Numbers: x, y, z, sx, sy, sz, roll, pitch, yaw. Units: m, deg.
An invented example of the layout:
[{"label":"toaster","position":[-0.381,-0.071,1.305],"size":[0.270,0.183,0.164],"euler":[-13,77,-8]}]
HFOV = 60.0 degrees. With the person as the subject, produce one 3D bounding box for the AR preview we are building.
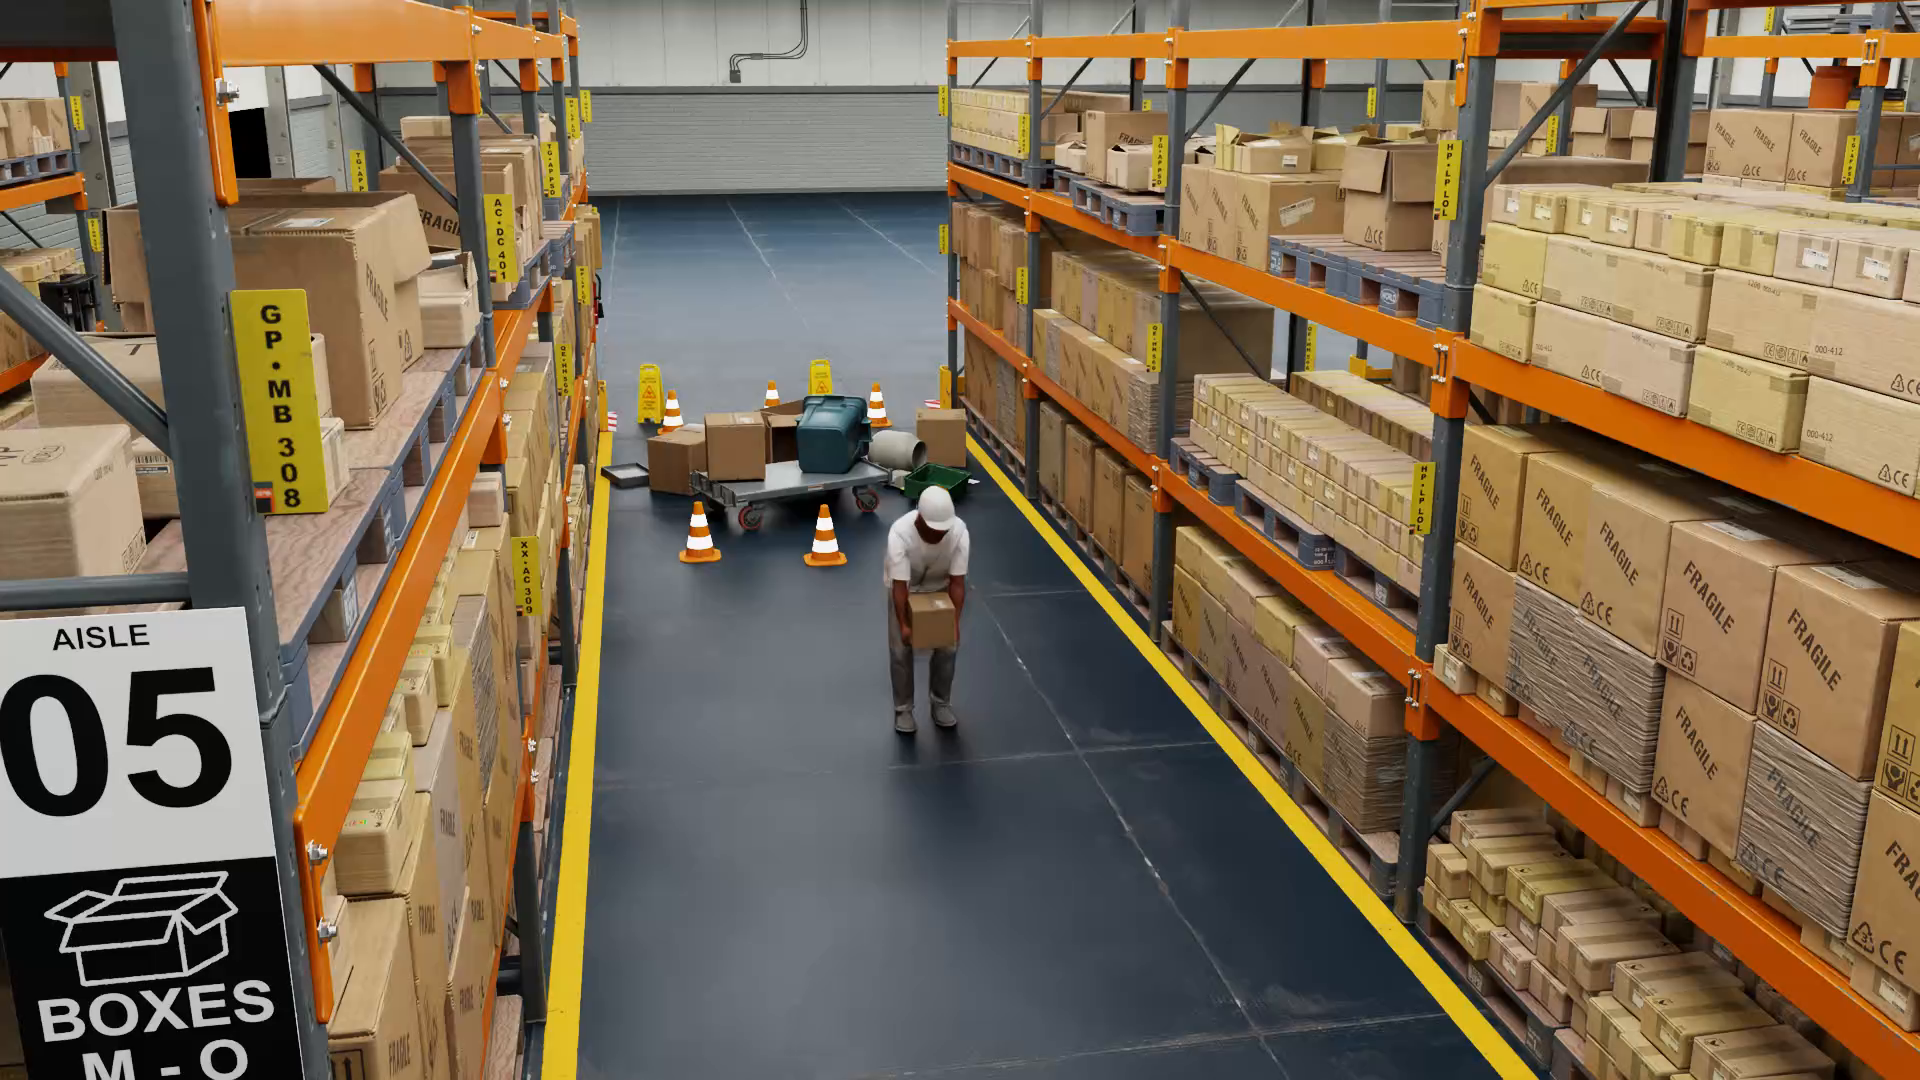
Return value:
[{"label":"person","position":[-0.191,0.398,9.939],"size":[0.488,1.590,0.761],"euler":[-3,17,-12]}]
